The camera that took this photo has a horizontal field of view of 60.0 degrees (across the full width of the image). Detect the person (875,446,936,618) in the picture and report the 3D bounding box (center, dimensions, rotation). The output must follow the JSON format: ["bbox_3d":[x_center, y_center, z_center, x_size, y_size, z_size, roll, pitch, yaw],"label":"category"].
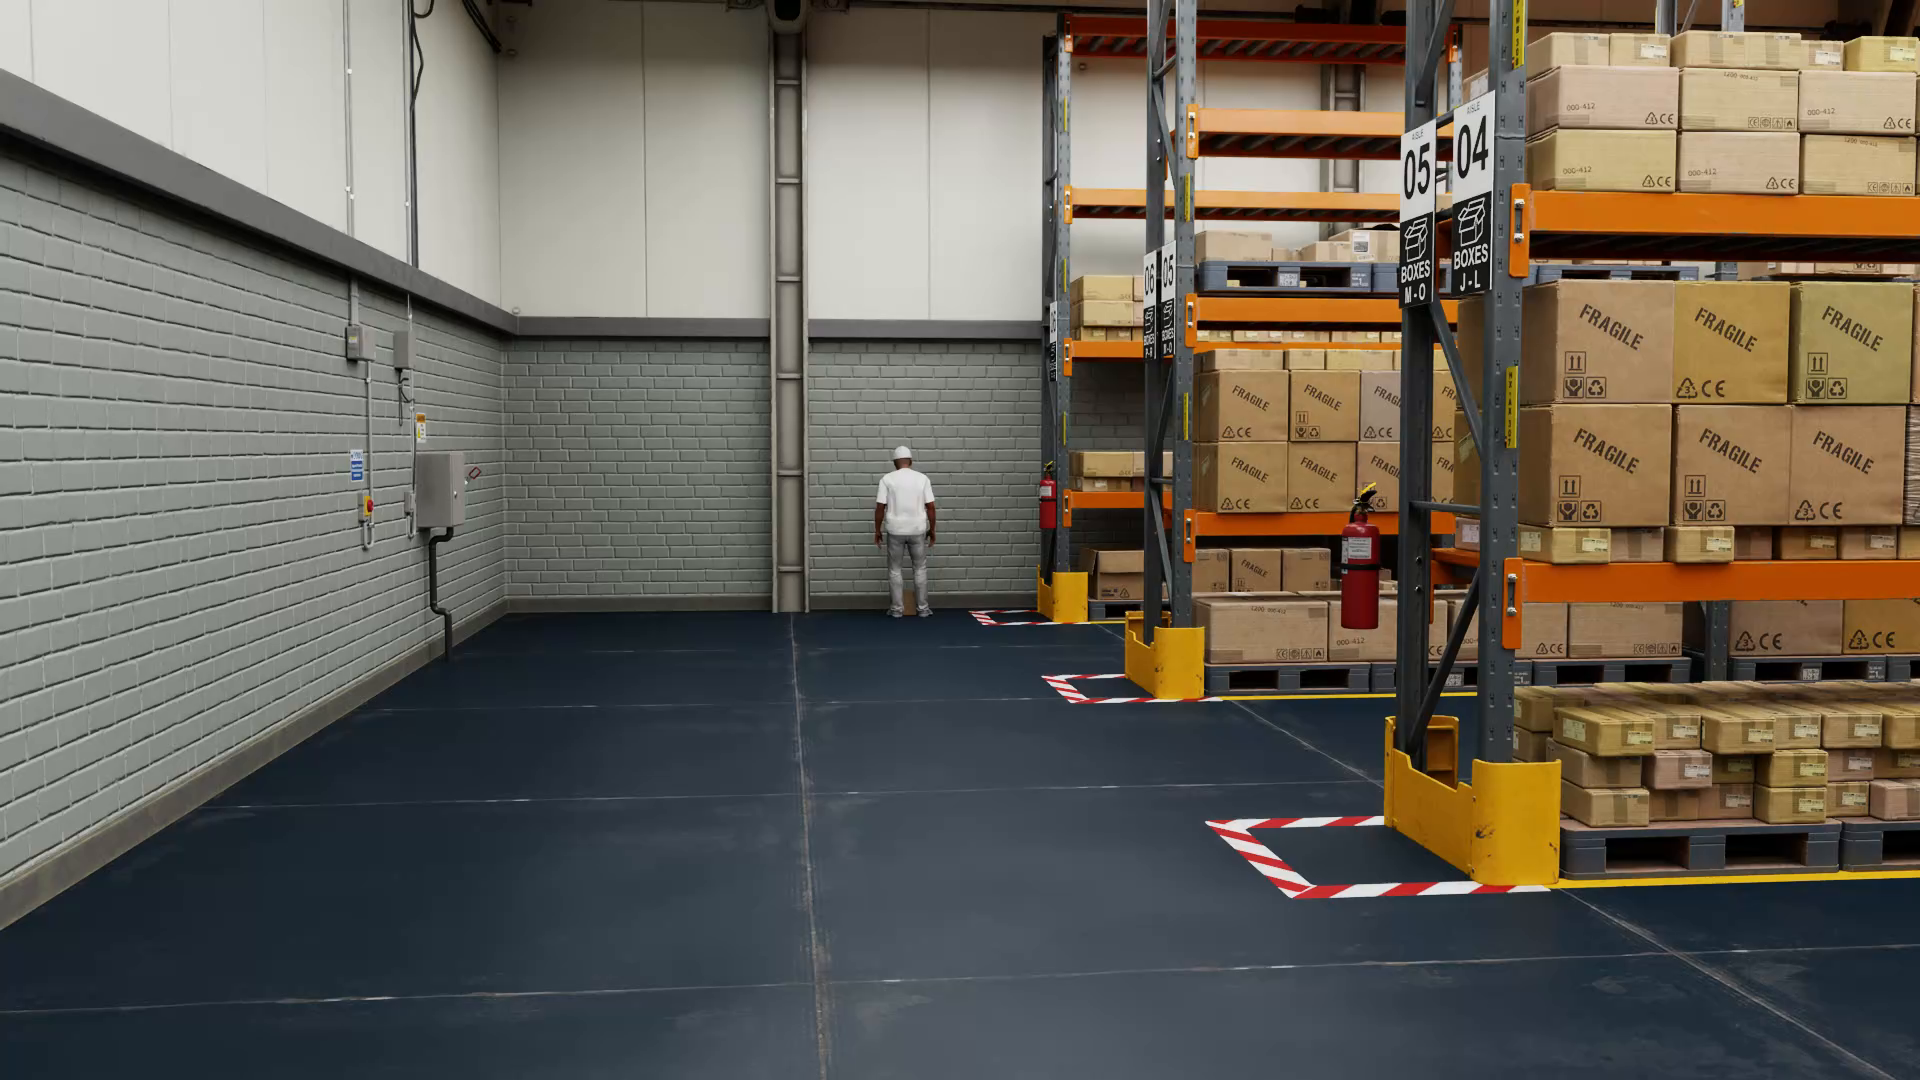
[{"bbox_3d":[-0.563,-0.088,17.145,0.638,1.761,0.459,0,3,-8],"label":"person"}]
